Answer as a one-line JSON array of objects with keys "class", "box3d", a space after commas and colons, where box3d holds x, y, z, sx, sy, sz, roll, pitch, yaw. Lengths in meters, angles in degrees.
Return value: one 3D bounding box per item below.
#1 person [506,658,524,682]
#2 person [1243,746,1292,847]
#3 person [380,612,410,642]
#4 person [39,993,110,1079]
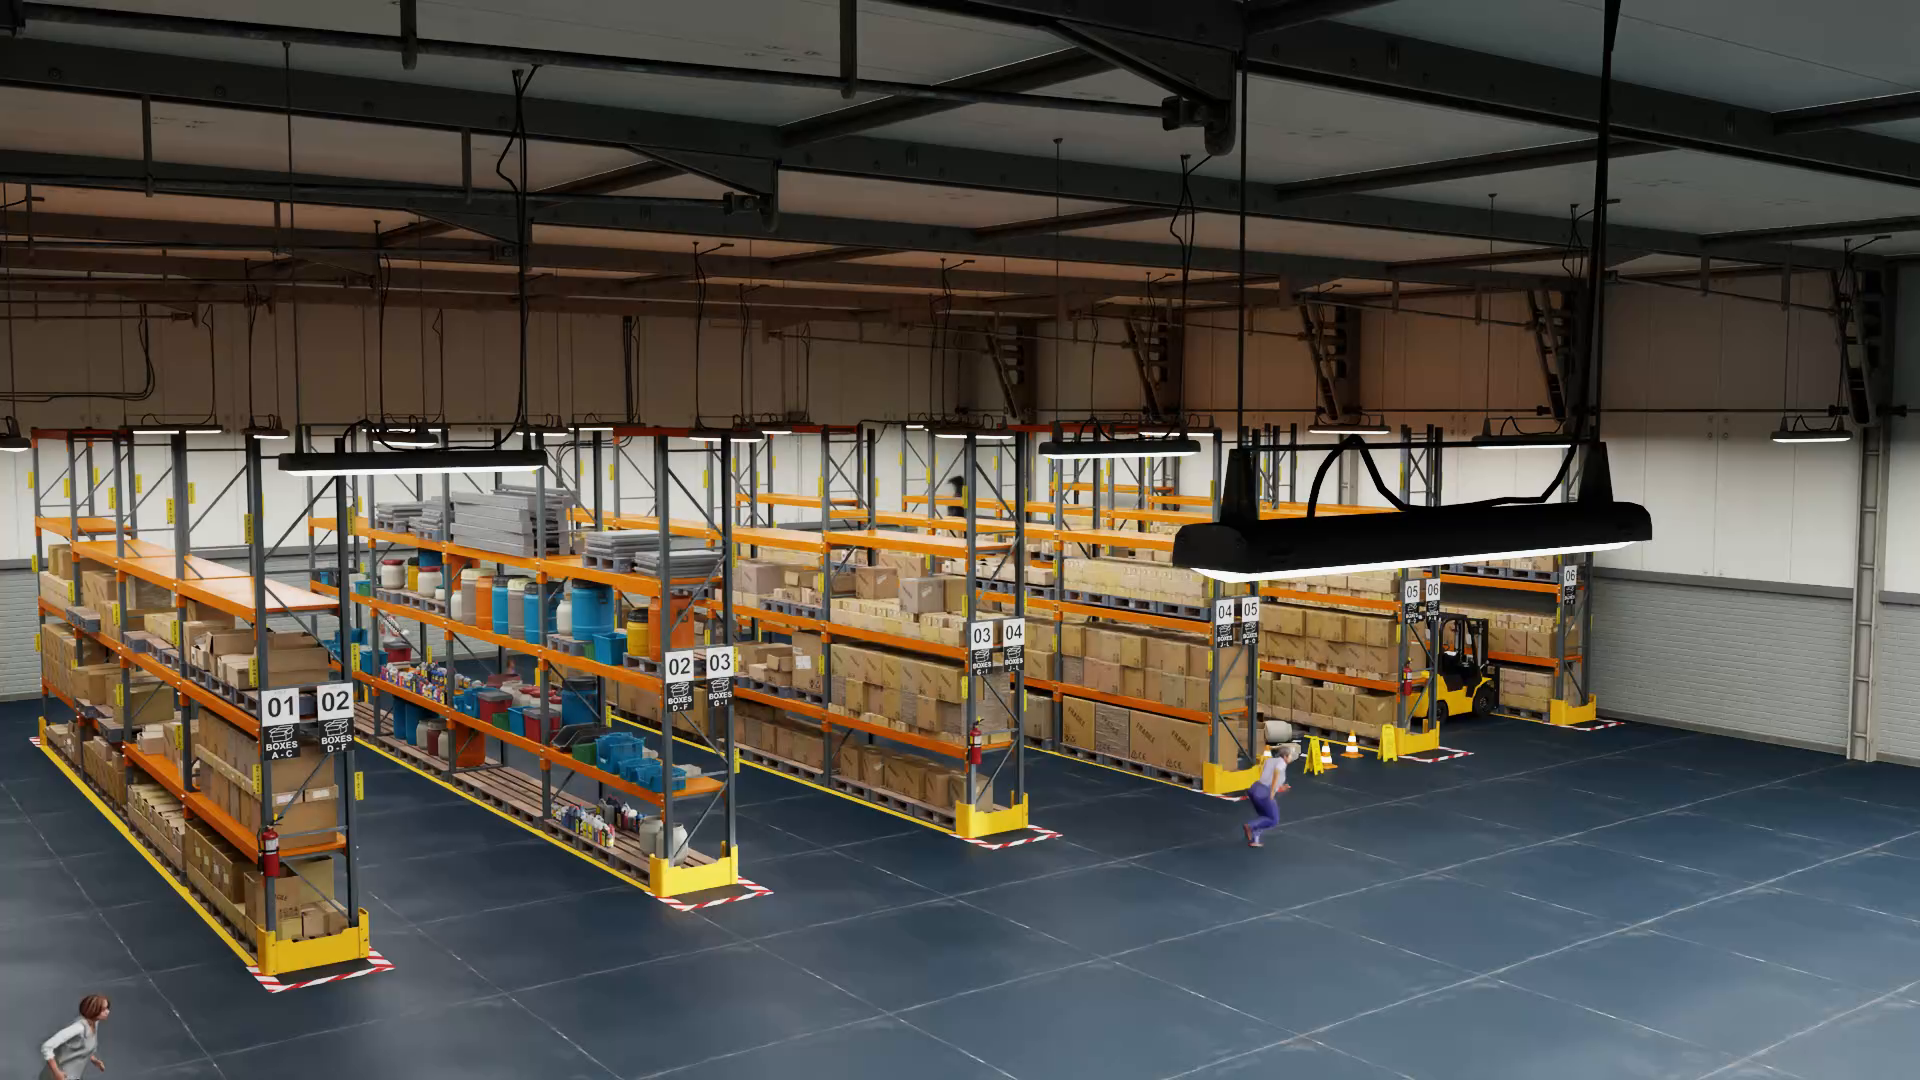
[{"class": "person", "box3d": [-8.754, 3.040, 32.106, 0.811, 1.556, 0.505, 2, 5, 27]}, {"class": "person", "box3d": [4.454, 3.734, 24.010, 0.779, 1.453, 0.629, -1, 5, -17]}, {"class": "person", "box3d": [-13.133, 2.424, 38.453, 0.839, 1.827, 0.642, -1, 5, -12]}, {"class": "person", "box3d": [-7.465, 4.512, 13.688, 0.905, 1.547, 0.578, 0, 4, -4]}]
